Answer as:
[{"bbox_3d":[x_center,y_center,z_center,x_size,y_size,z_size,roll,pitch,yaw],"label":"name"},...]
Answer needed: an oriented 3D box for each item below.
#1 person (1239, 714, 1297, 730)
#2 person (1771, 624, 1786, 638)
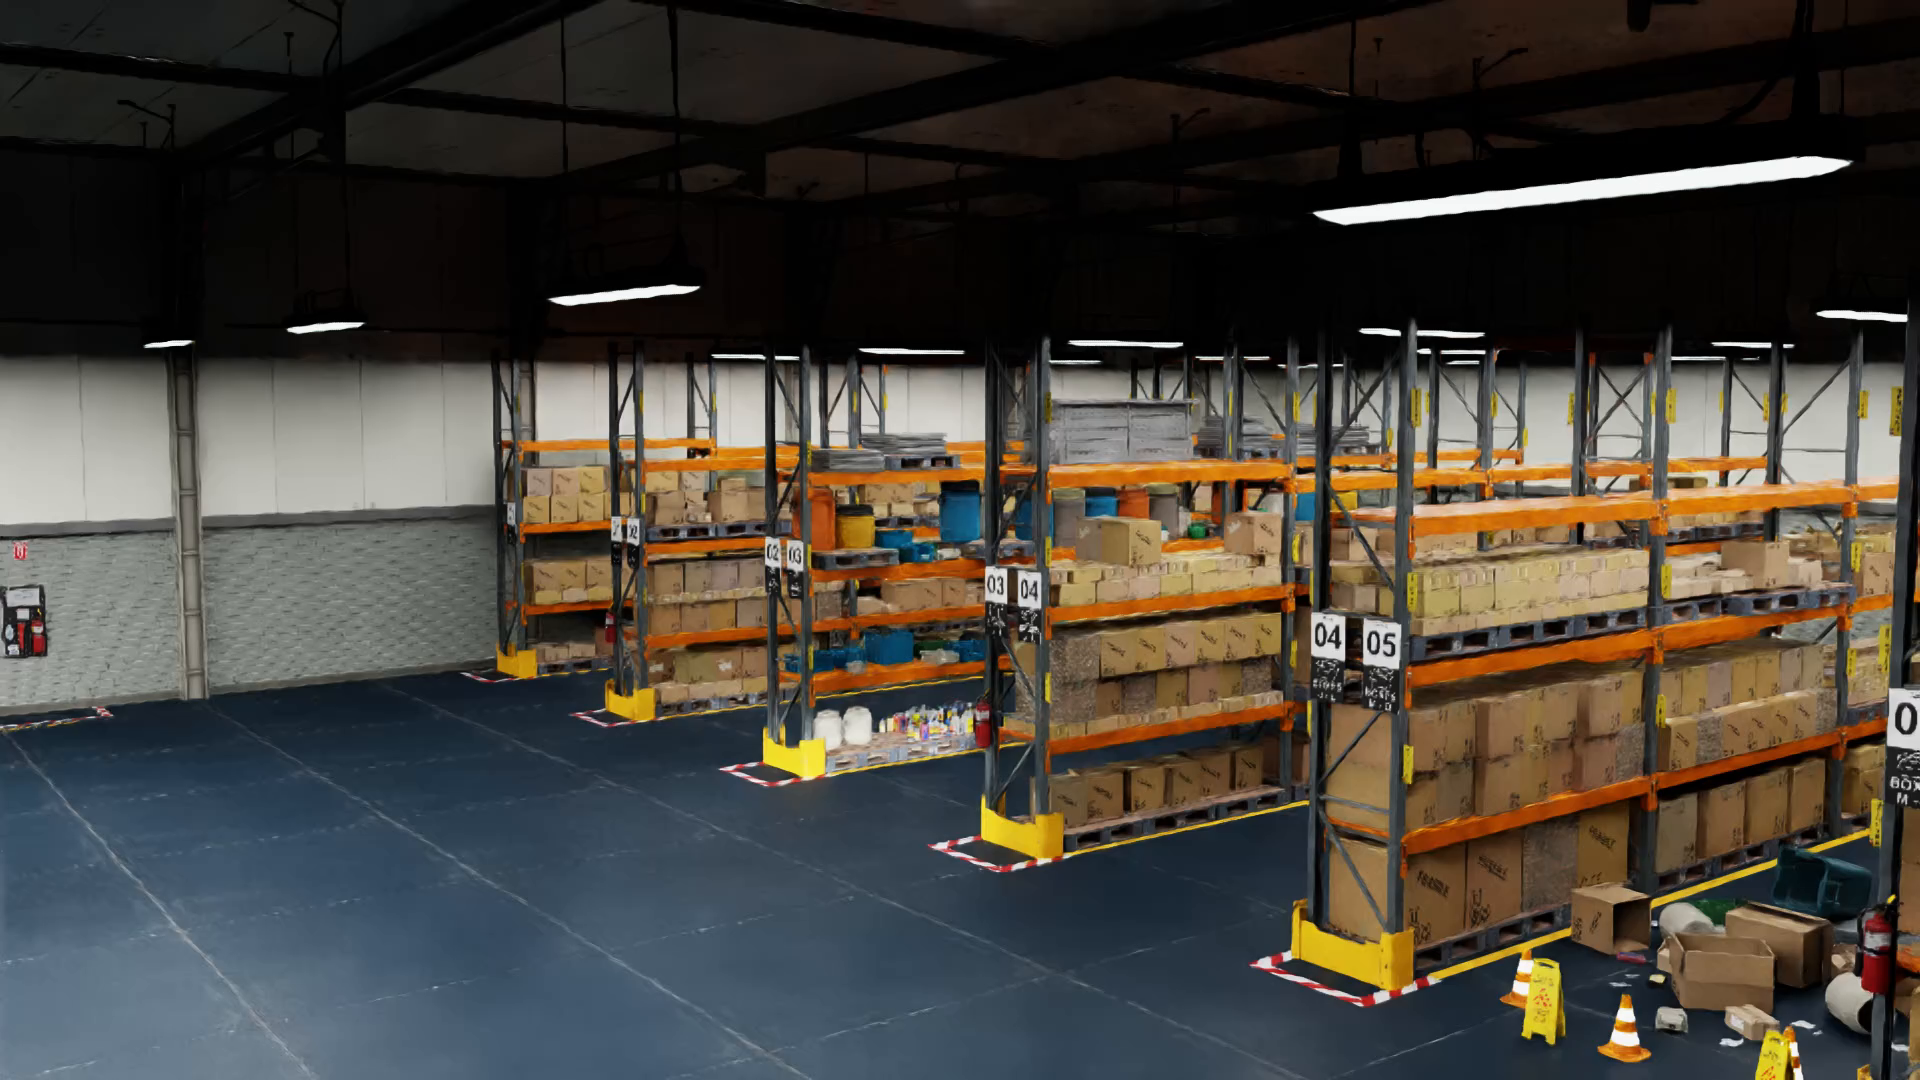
[{"bbox_3d":[4.744,2.059,25.494,1.128,1.709,0.550,-4,6,-39],"label":"person"},{"bbox_3d":[12.709,2.049,25.937,0.447,1.668,0.530,2,5,21],"label":"person"}]
